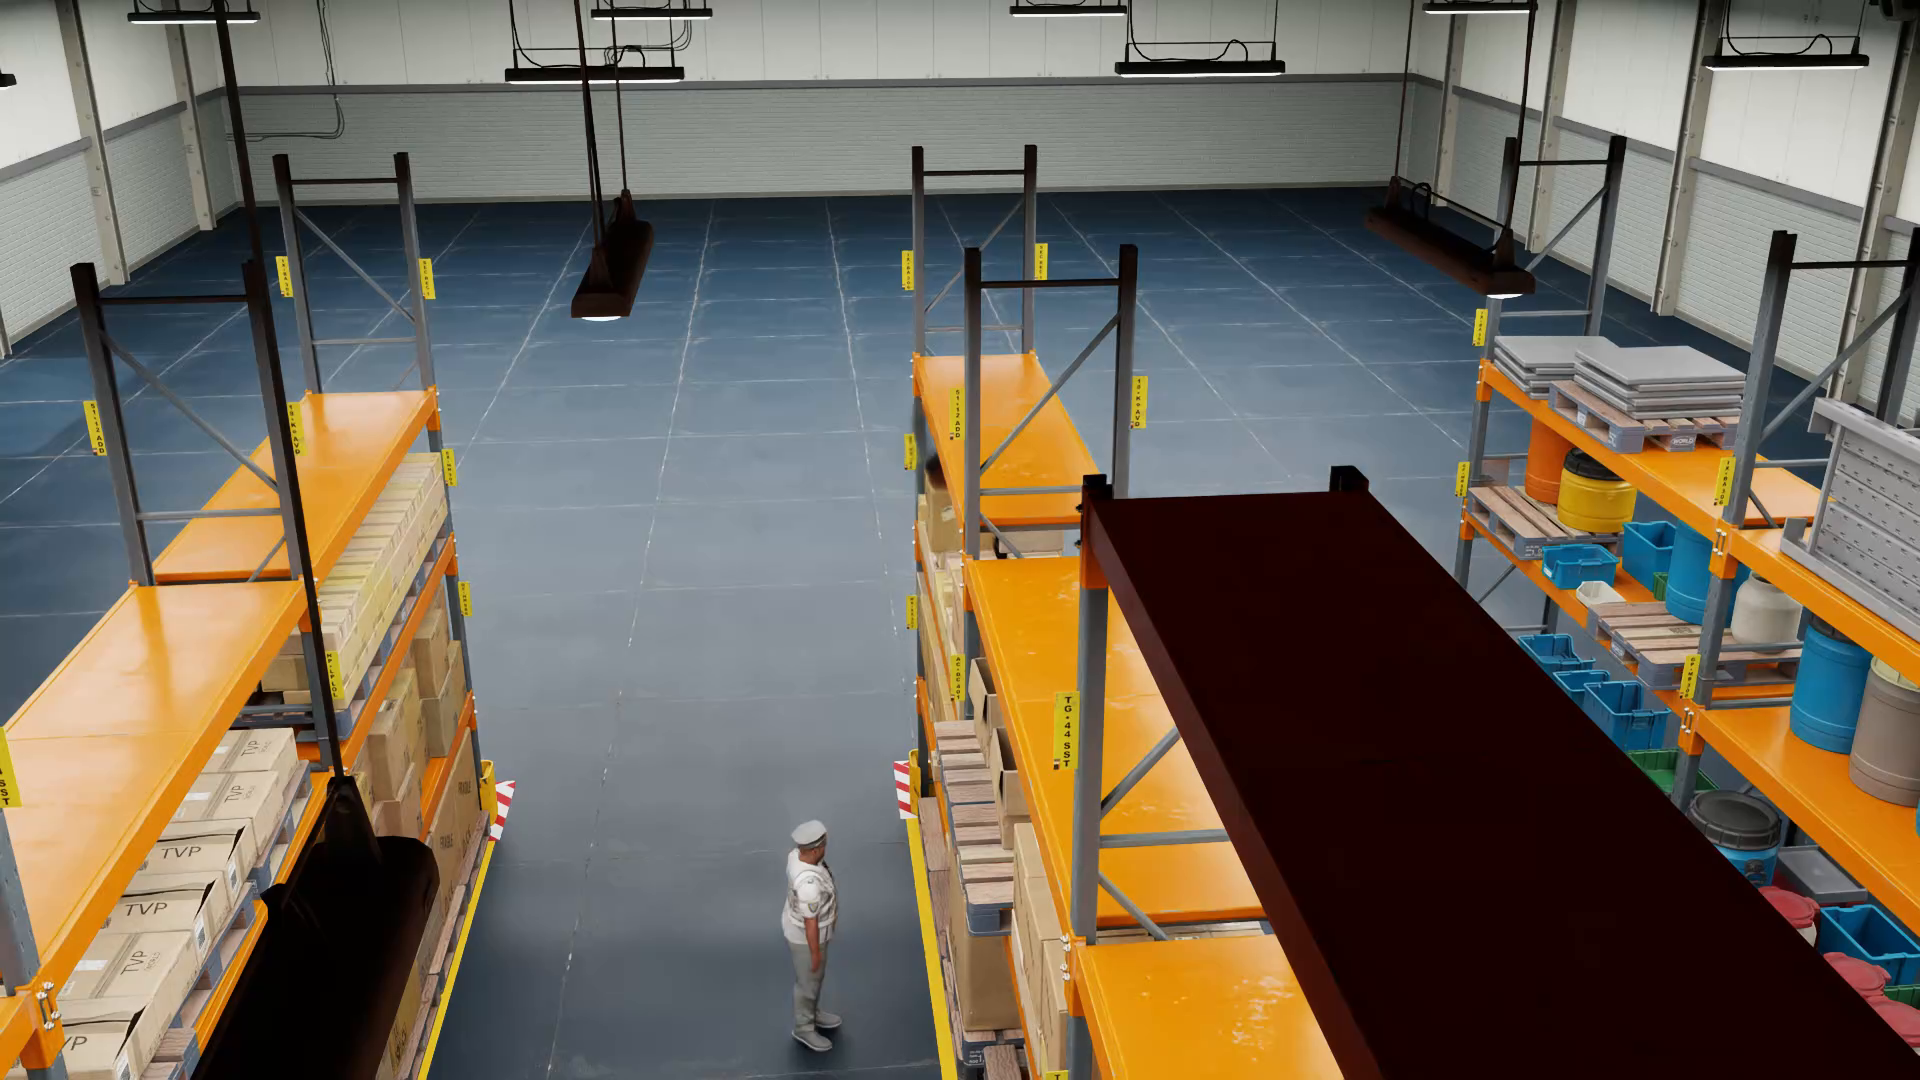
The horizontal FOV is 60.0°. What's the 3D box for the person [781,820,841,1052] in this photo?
[{"bbox_3d":[-1.082,2.847,12.048,0.410,1.781,0.550,-4,22,-11],"label":"person"}]
